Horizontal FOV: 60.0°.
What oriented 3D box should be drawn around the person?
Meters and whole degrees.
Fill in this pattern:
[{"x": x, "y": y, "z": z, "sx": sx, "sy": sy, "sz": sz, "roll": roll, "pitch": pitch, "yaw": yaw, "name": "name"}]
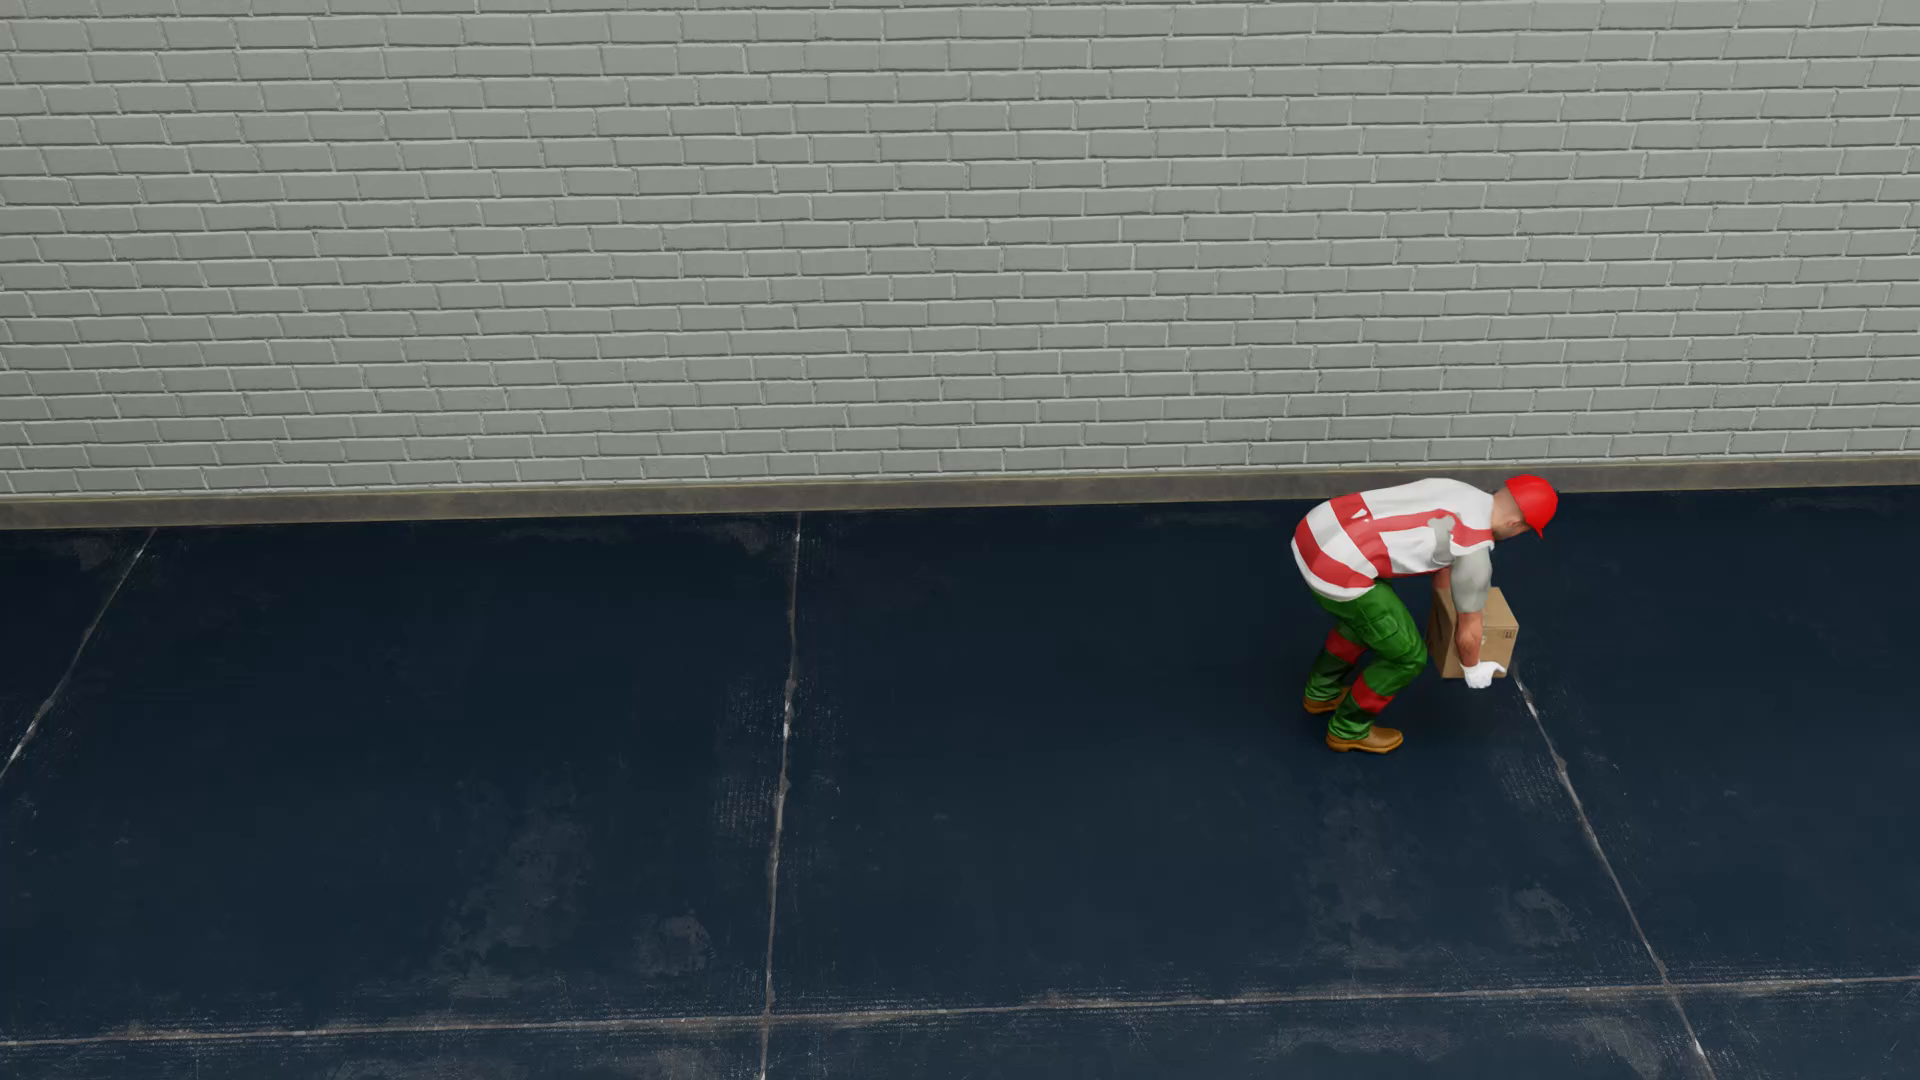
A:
[{"x": 1.711, "y": 0.262, "z": 6.315, "sx": 0.950, "sy": 1.136, "sz": 0.517, "roll": -3, "pitch": 35, "yaw": -4, "name": "person"}]
